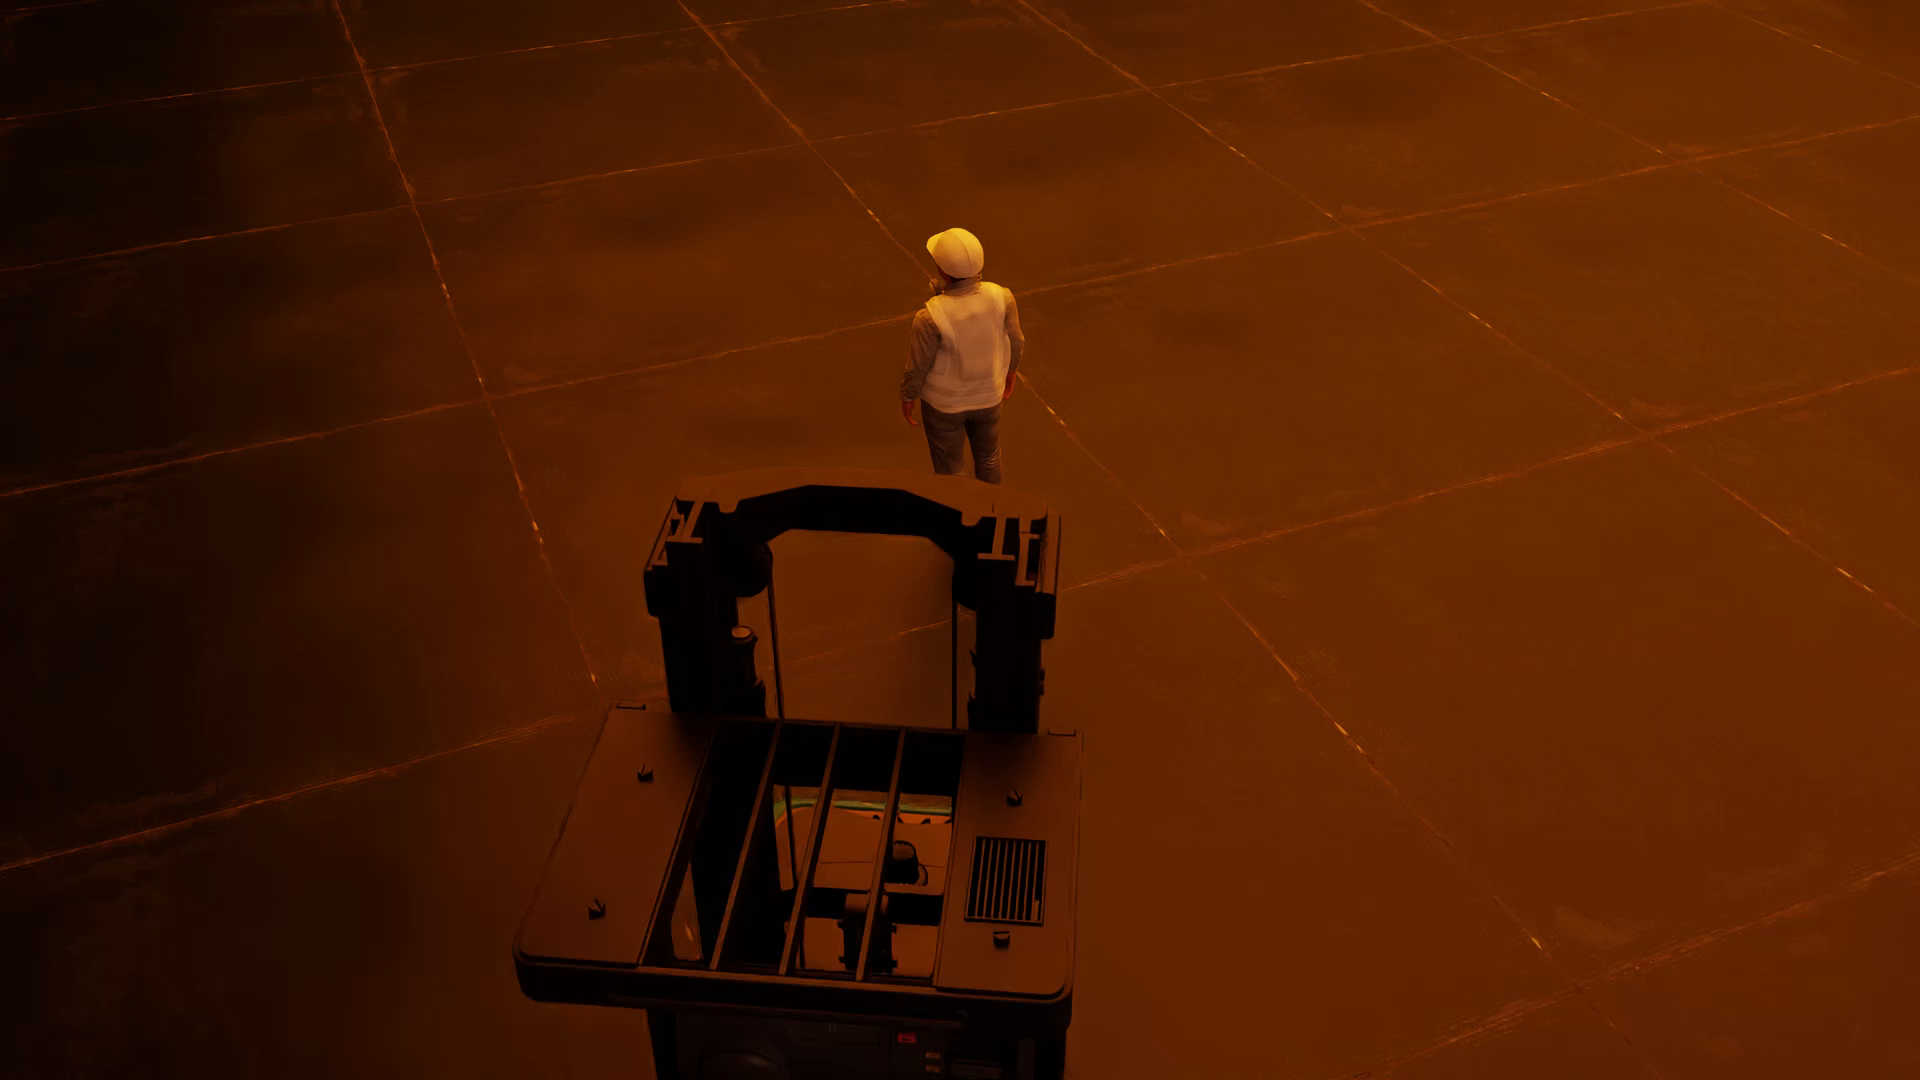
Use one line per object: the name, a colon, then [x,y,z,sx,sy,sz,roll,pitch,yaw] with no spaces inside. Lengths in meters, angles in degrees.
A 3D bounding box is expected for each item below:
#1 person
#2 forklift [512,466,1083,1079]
person: [-0.017,-0.764,8.158,0.632,1.773,0.568,-14,38,-19]
forklift: [-0.289,1.410,4.115,1.130,2.935,3.031,3,36,4]
